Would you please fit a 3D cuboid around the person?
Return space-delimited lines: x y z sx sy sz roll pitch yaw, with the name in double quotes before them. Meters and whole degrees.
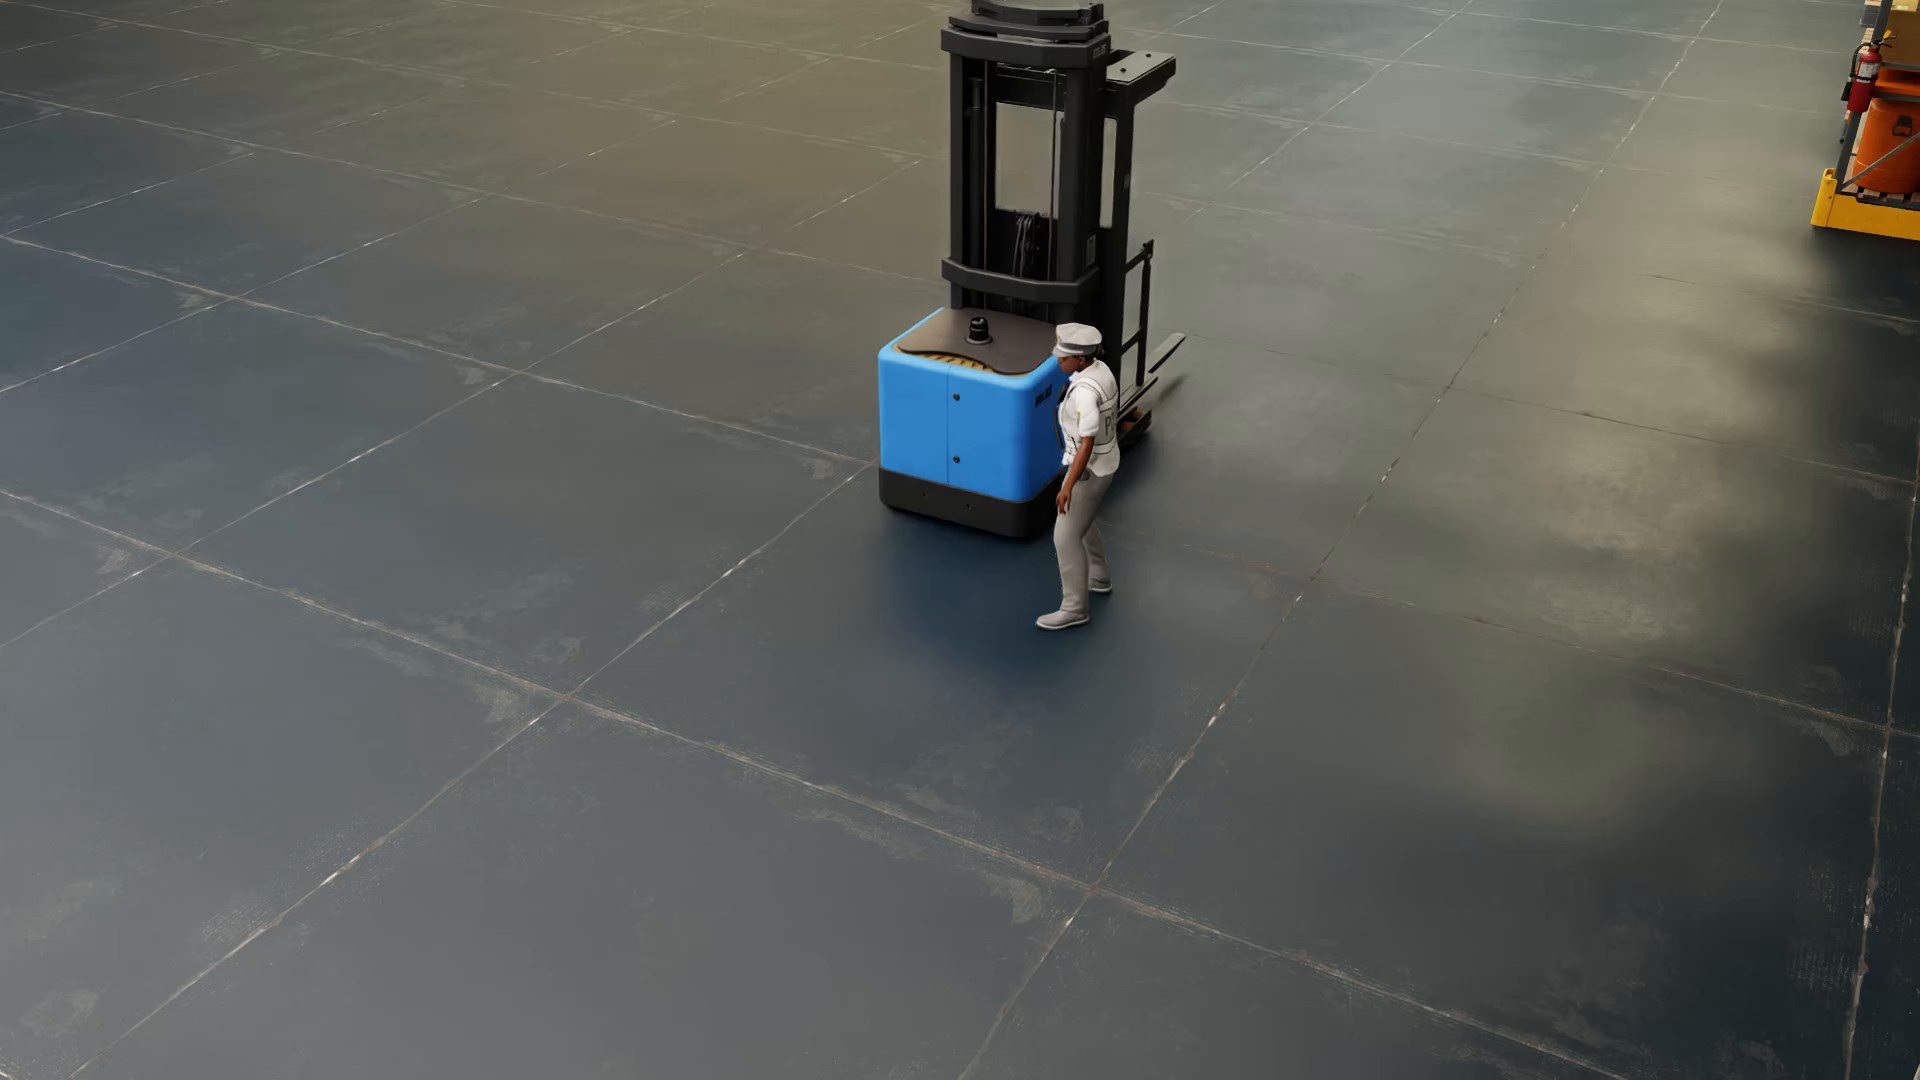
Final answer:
"person" 0.669 -0.375 9.025 0.379 1.635 0.741 6 31 11

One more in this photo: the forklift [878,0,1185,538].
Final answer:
"forklift" 0.638 -1.992 10.523 1.130 2.935 3.031 15 33 24
